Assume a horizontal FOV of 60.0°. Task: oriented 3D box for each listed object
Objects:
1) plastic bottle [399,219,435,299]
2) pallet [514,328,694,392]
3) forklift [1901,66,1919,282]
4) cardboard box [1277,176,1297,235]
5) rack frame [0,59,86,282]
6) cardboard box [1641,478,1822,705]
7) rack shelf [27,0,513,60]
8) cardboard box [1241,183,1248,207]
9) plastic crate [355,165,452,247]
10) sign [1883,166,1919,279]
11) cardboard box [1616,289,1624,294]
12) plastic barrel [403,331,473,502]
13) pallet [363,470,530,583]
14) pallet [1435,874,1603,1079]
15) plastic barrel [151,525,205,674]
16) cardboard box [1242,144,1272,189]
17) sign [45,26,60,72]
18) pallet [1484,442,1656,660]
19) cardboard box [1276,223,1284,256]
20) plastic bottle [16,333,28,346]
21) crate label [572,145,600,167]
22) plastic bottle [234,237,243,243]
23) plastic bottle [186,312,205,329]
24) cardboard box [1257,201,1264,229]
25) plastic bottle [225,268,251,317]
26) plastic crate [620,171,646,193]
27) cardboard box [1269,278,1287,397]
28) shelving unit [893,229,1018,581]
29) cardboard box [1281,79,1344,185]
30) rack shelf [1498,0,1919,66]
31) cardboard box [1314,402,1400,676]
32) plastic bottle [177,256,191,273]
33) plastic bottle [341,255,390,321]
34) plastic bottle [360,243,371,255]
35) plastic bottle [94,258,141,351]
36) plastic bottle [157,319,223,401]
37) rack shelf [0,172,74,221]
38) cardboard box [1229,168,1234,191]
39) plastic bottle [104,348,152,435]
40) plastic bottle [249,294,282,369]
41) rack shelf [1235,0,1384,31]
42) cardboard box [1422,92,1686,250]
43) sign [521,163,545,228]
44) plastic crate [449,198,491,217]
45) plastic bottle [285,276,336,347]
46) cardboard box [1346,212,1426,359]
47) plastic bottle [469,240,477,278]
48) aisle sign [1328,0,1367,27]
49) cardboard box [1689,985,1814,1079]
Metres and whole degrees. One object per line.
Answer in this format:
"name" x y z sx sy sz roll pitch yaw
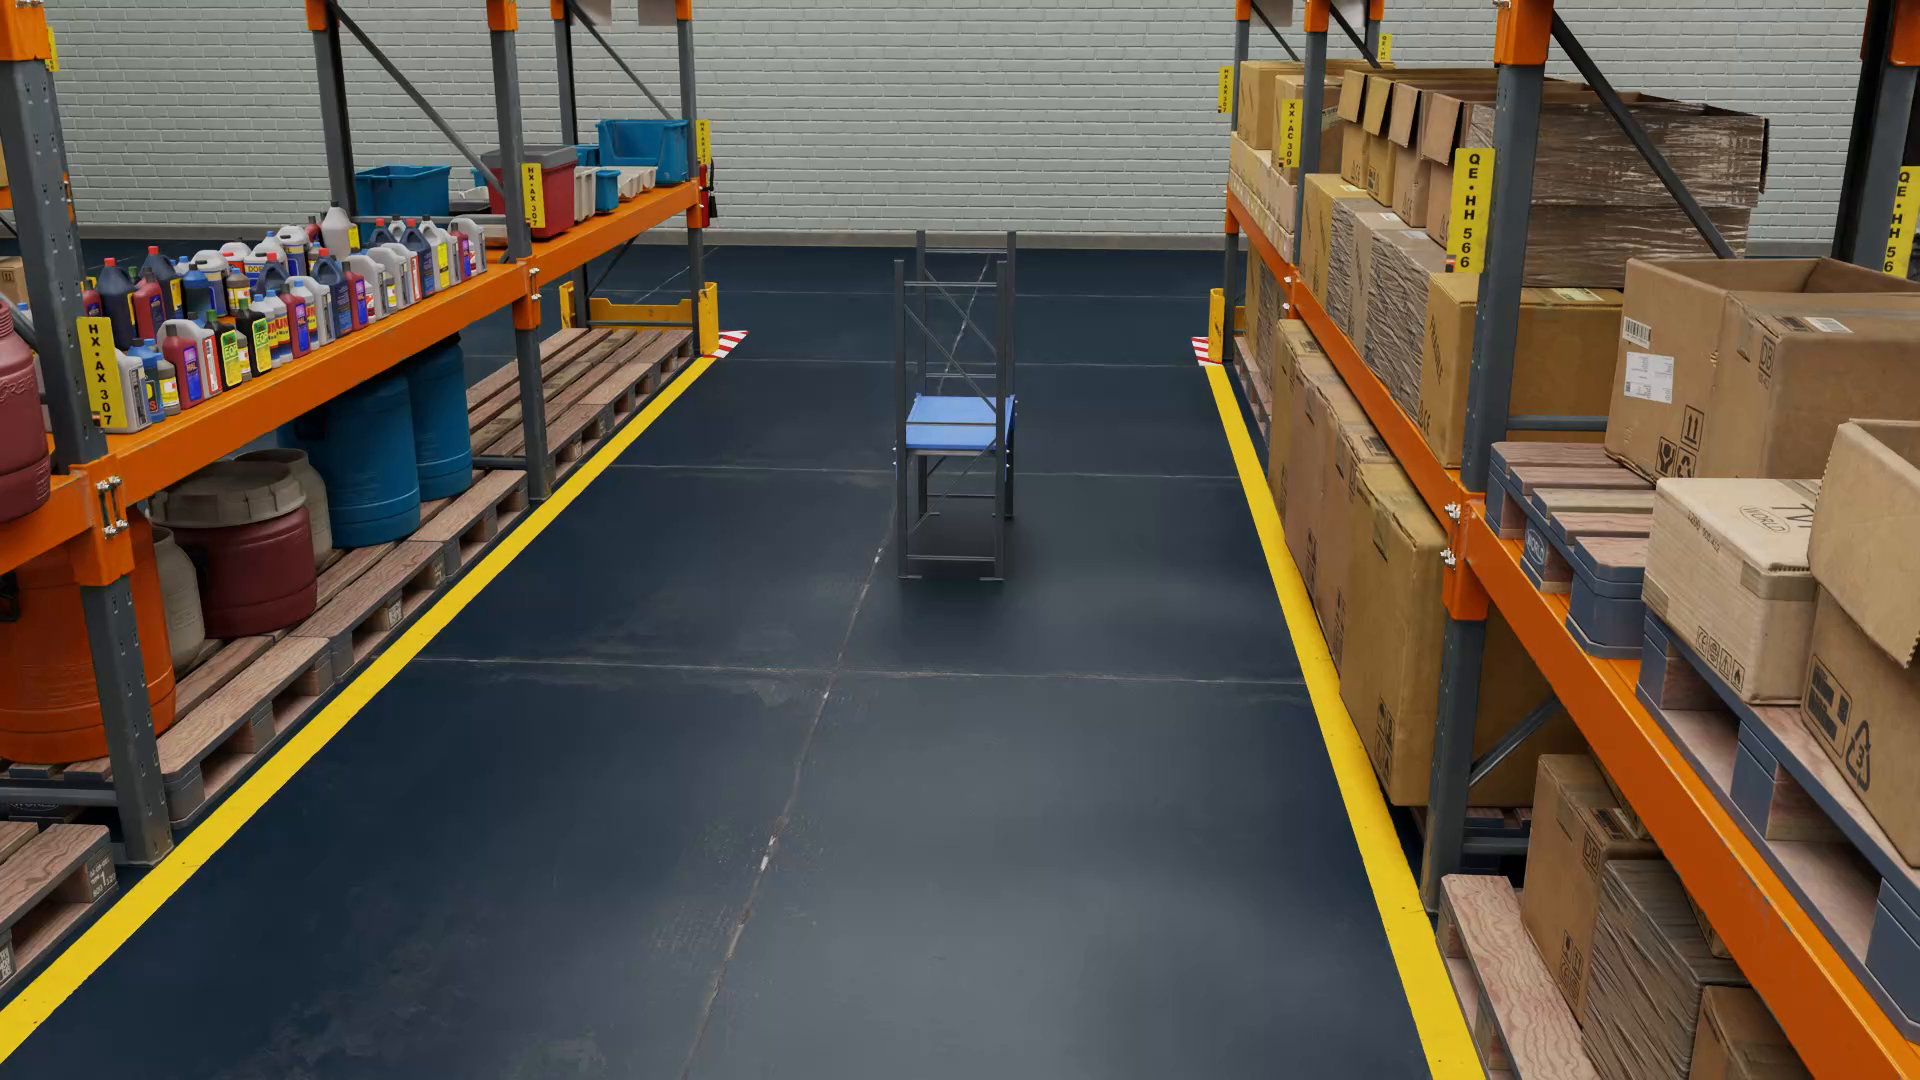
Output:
"plastic bottle" -2.505 -1.286 7.610 0.144 0.351 0.185 1 18 4
"pallet" -2.563 -1.322 12.117 1.003 0.211 1.213 1 18 4
"forklift" 4.488 -1.106 7.092 1.130 2.935 3.031 1 18 3
"cardboard box" 1.958 -1.762 8.747 0.500 0.250 0.500 1 18 3
"rack frame" -7.406 -3.014 12.803 1.000 3.000 0.127 1 18 4
"cardboard box" 1.552 0.080 2.927 0.500 0.250 0.500 1 18 2
"rack shelf" -2.895 -2.122 6.420 1.077 0.370 4.000 1 18 4
"cardboard box" 2.049 -2.250 10.876 0.380 0.149 0.250 1 18 3
"plastic crate" -3.059 -1.833 9.130 0.392 0.384 0.575 1 18 4
"sign" 2.443 -0.810 4.346 0.100 0.325 0.005 1 18 4
"cardboard box" 2.208 -0.499 4.969 0.500 0.500 0.500 2 18 6
"plastic barrel" -2.808 -0.694 8.418 0.600 0.901 0.708 1 18 4
"pallet" -2.849 -0.096 8.377 1.003 0.211 1.213 1 18 4
"pallet" 1.844 1.261 4.236 1.003 0.211 1.213 1 18 4
"plastic barrel" -3.069 0.236 6.208 0.421 0.512 0.421 0 18 0
"cardboard box" 2.101 -2.401 10.696 0.500 0.250 0.500 1 18 2
"sign" -6.853 -3.696 12.517 0.100 0.325 0.005 1 18 4
"pallet" 1.957 0.008 3.889 1.213 0.211 1.003 1 18 4
"cardboard box" 1.902 -1.612 8.928 0.380 0.149 0.250 2 18 5
"plastic bottle" -3.371 -0.656 5.927 0.097 0.201 0.097 0 18 0
"crate label" -2.811 -2.782 12.267 0.416 0.233 0.303 1 18 4
"plastic bottle" -3.267 -1.224 7.529 0.061 0.283 0.133 1 18 4
"plastic bottle" -2.677 -0.664 5.838 0.097 0.271 0.097 0 18 0
"cardboard box" 1.975 -1.931 9.902 0.380 0.149 0.250 1 18 3
"plastic bottle" -3.122 -1.073 7.201 0.097 0.201 0.097 0 18 0
"plastic crate" -2.378 -2.458 11.435 0.396 0.136 0.243 1 18 4
"cardboard box" 2.380 -1.222 10.072 0.875 0.875 0.875 1 18 4
"shelving unit" -0.006 -0.686 8.109 0.538 1.500 1.048 1 18 4
"cardboard box" 1.954 -2.124 8.648 0.500 0.500 0.500 2 18 5
"rack shelf" 1.758 -0.769 2.291 1.077 0.370 4.000 1 18 4
"cardboard box" 2.043 0.013 6.305 1.225 0.875 0.875 1 18 4
"plastic bottle" -3.284 -1.068 7.073 0.097 0.271 0.097 0 18 0
"plastic bottle" -2.546 -1.087 7.123 0.152 0.276 0.135 1 18 4
"plastic bottle" -2.646 -1.196 7.462 0.097 0.271 0.097 0 18 0
"plastic bottle" -3.300 -0.933 6.531 0.144 0.351 0.185 1 18 4
"plastic bottle" -2.652 -0.629 5.726 0.152 0.276 0.135 1 18 4
"rack shelf" -7.549 -2.051 11.020 1.077 0.370 4.000 1 18 4
"cardboard box" 2.120 -2.569 11.850 0.380 0.149 0.250 1 18 5
"plastic bottle" -2.685 -0.486 5.287 0.152 0.276 0.135 1 18 4
"plastic bottle" -2.590 -0.776 6.179 0.097 0.271 0.097 0 18 0
"rack shelf" 2.332 -3.254 9.874 1.077 0.370 4.000 1 18 4
"cardboard box" 2.020 -1.260 5.680 0.797 0.503 0.637 2 18 5
"sign" -2.203 -1.778 8.589 0.100 0.325 0.005 1 18 4
"plastic crate" -2.940 -1.911 9.784 0.437 0.125 0.590 1 18 4
"plastic bottle" -2.586 -0.916 6.602 0.152 0.276 0.135 1 18 4
"cardboard box" 1.803 -0.987 6.458 0.500 0.500 0.500 2 18 5
"plastic bottle" -2.439 -1.399 8.194 0.097 0.201 0.097 0 18 0
"aisle sign" 2.779 -4.042 11.768 0.394 0.787 0.004 1 18 4
"cardboard box" 1.813 1.229 3.162 0.700 0.500 0.500 3 18 9
